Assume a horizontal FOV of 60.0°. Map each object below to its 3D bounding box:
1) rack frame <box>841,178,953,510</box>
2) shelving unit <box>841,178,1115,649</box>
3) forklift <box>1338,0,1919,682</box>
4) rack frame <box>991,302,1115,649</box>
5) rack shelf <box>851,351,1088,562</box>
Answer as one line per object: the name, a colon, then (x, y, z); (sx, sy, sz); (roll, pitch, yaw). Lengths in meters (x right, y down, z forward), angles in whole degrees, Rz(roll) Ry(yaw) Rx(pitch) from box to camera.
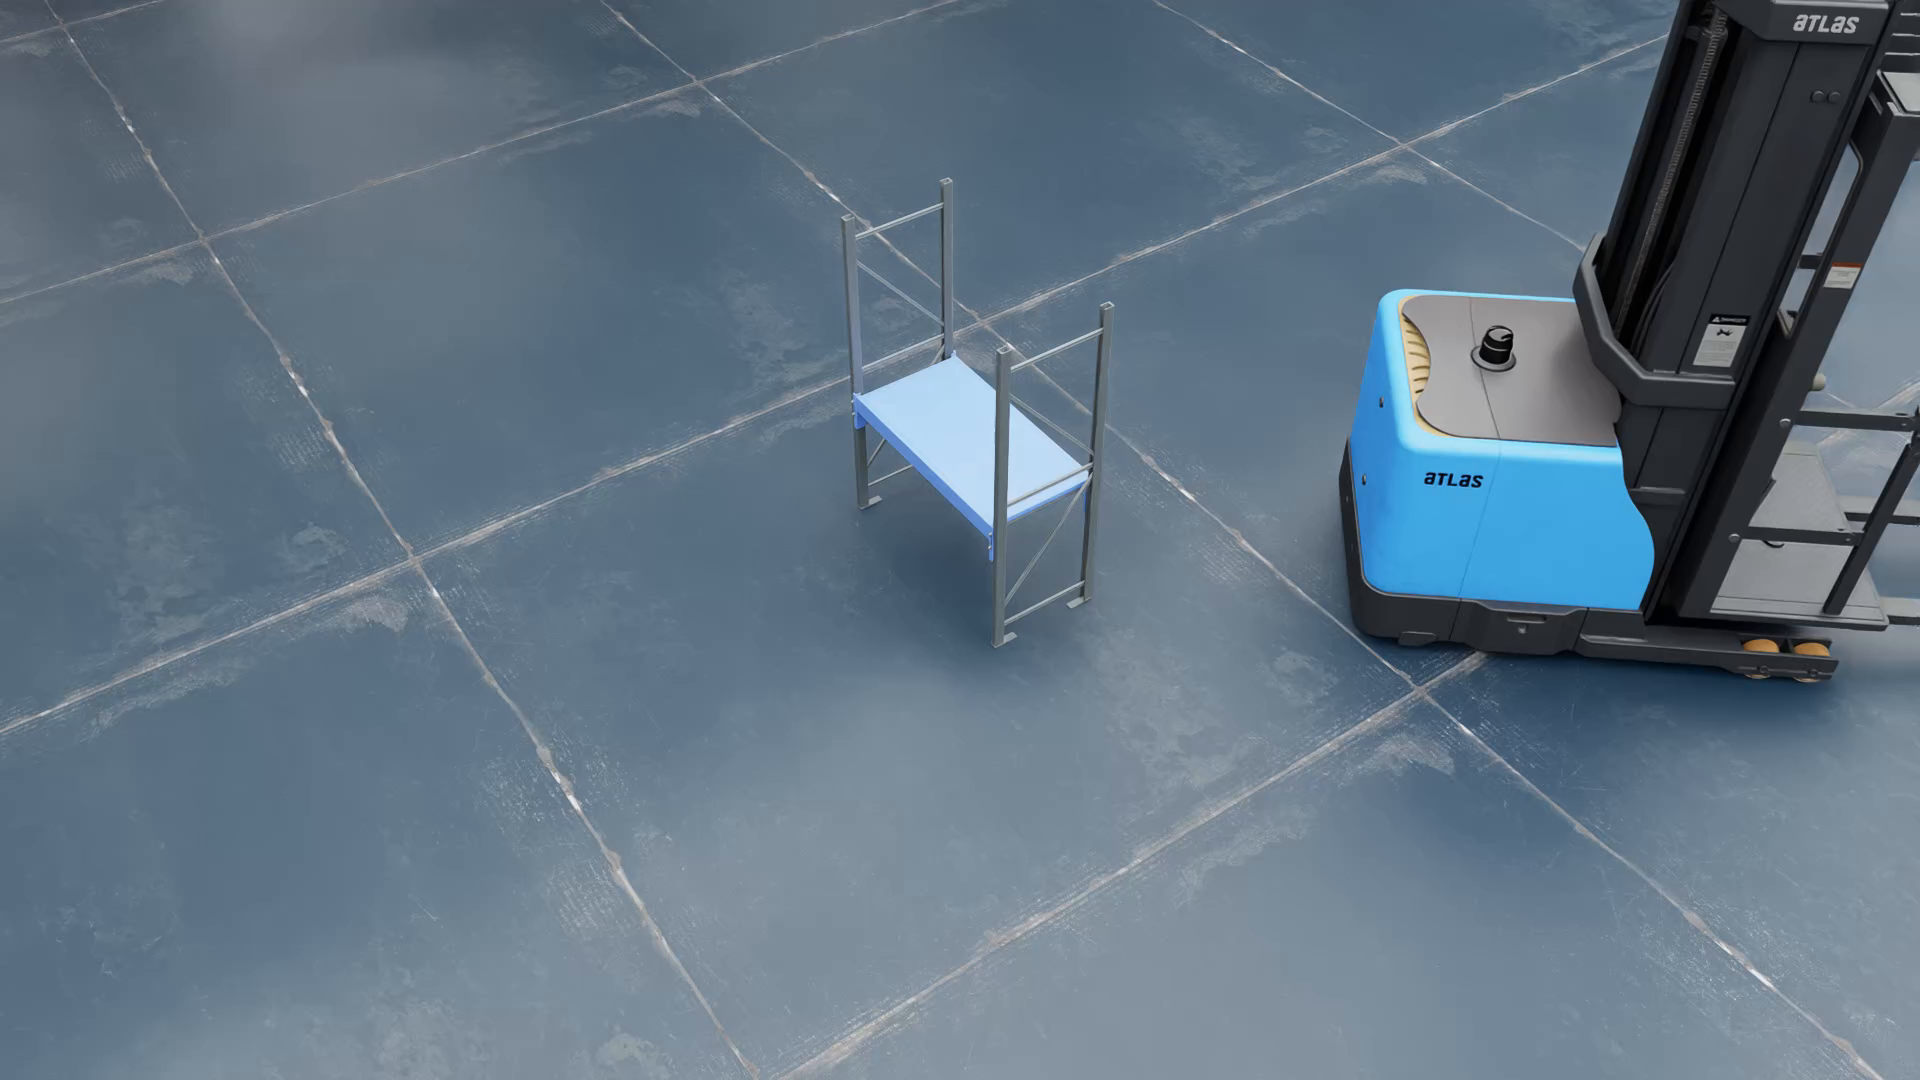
rack frame: (-0.242, -0.782, 6.974); (0.500, 1.500, 0.032); (-26, 49, -24)
shelving unit: (0.049, -0.494, 6.673); (0.538, 1.500, 1.048); (-26, 49, -24)
forklift: (3.153, -0.880, 6.040); (3.031, 2.935, 1.130); (4, 44, 4)
rack frame: (0.340, -0.206, 6.371); (0.500, 1.500, 0.032); (-26, 49, -24)
rack shelf: (0.049, -0.364, 6.797); (0.538, 0.185, 1.000); (-26, 49, -24)
